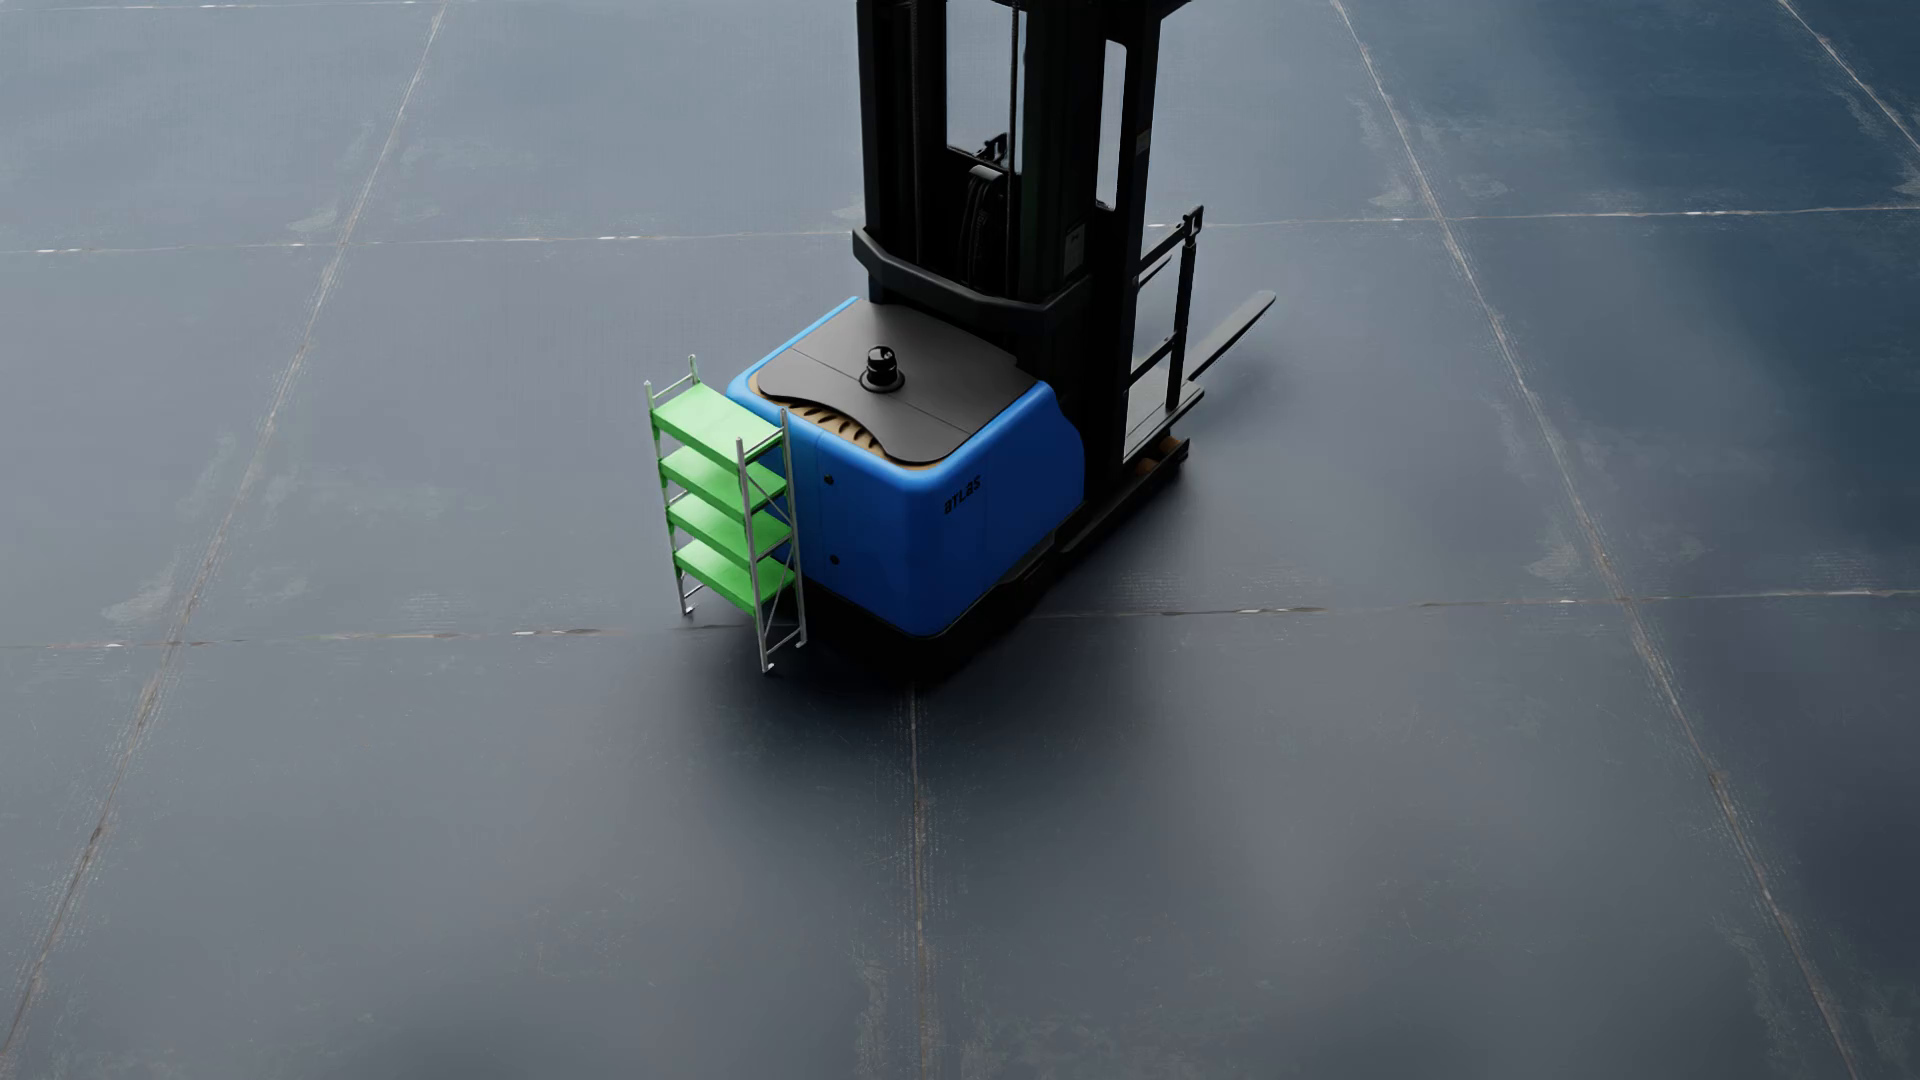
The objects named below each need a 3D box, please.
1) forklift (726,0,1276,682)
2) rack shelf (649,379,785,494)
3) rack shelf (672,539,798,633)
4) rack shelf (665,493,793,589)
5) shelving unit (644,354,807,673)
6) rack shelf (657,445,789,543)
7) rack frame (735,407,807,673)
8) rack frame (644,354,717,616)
[{"bbox_3d":[0.386,-1.467,6.682,1.130,2.935,3.031,27,49,27],"label":"forklift"},{"bbox_3d":[-0.892,-0.388,6.170,0.480,0.148,0.258,31,51,29],"label":"rack shelf"},{"bbox_3d":[-0.892,0.142,6.656,0.480,0.148,0.258,31,51,29],"label":"rack shelf"},{"bbox_3d":[-0.892,-0.034,6.494,0.480,0.148,0.258,31,51,29],"label":"rack shelf"},{"bbox_3d":[-0.892,-0.082,6.451,0.503,1.200,0.258,31,51,29],"label":"shelving unit"},{"bbox_3d":[-0.892,-0.211,6.332,0.480,0.148,0.258,31,51,29],"label":"rack shelf"},{"bbox_3d":[-0.709,0.027,6.333,0.015,1.200,0.240,31,51,29],"label":"rack frame"},{"bbox_3d":[-1.076,-0.190,6.569,0.015,1.200,0.240,31,51,29],"label":"rack frame"}]
